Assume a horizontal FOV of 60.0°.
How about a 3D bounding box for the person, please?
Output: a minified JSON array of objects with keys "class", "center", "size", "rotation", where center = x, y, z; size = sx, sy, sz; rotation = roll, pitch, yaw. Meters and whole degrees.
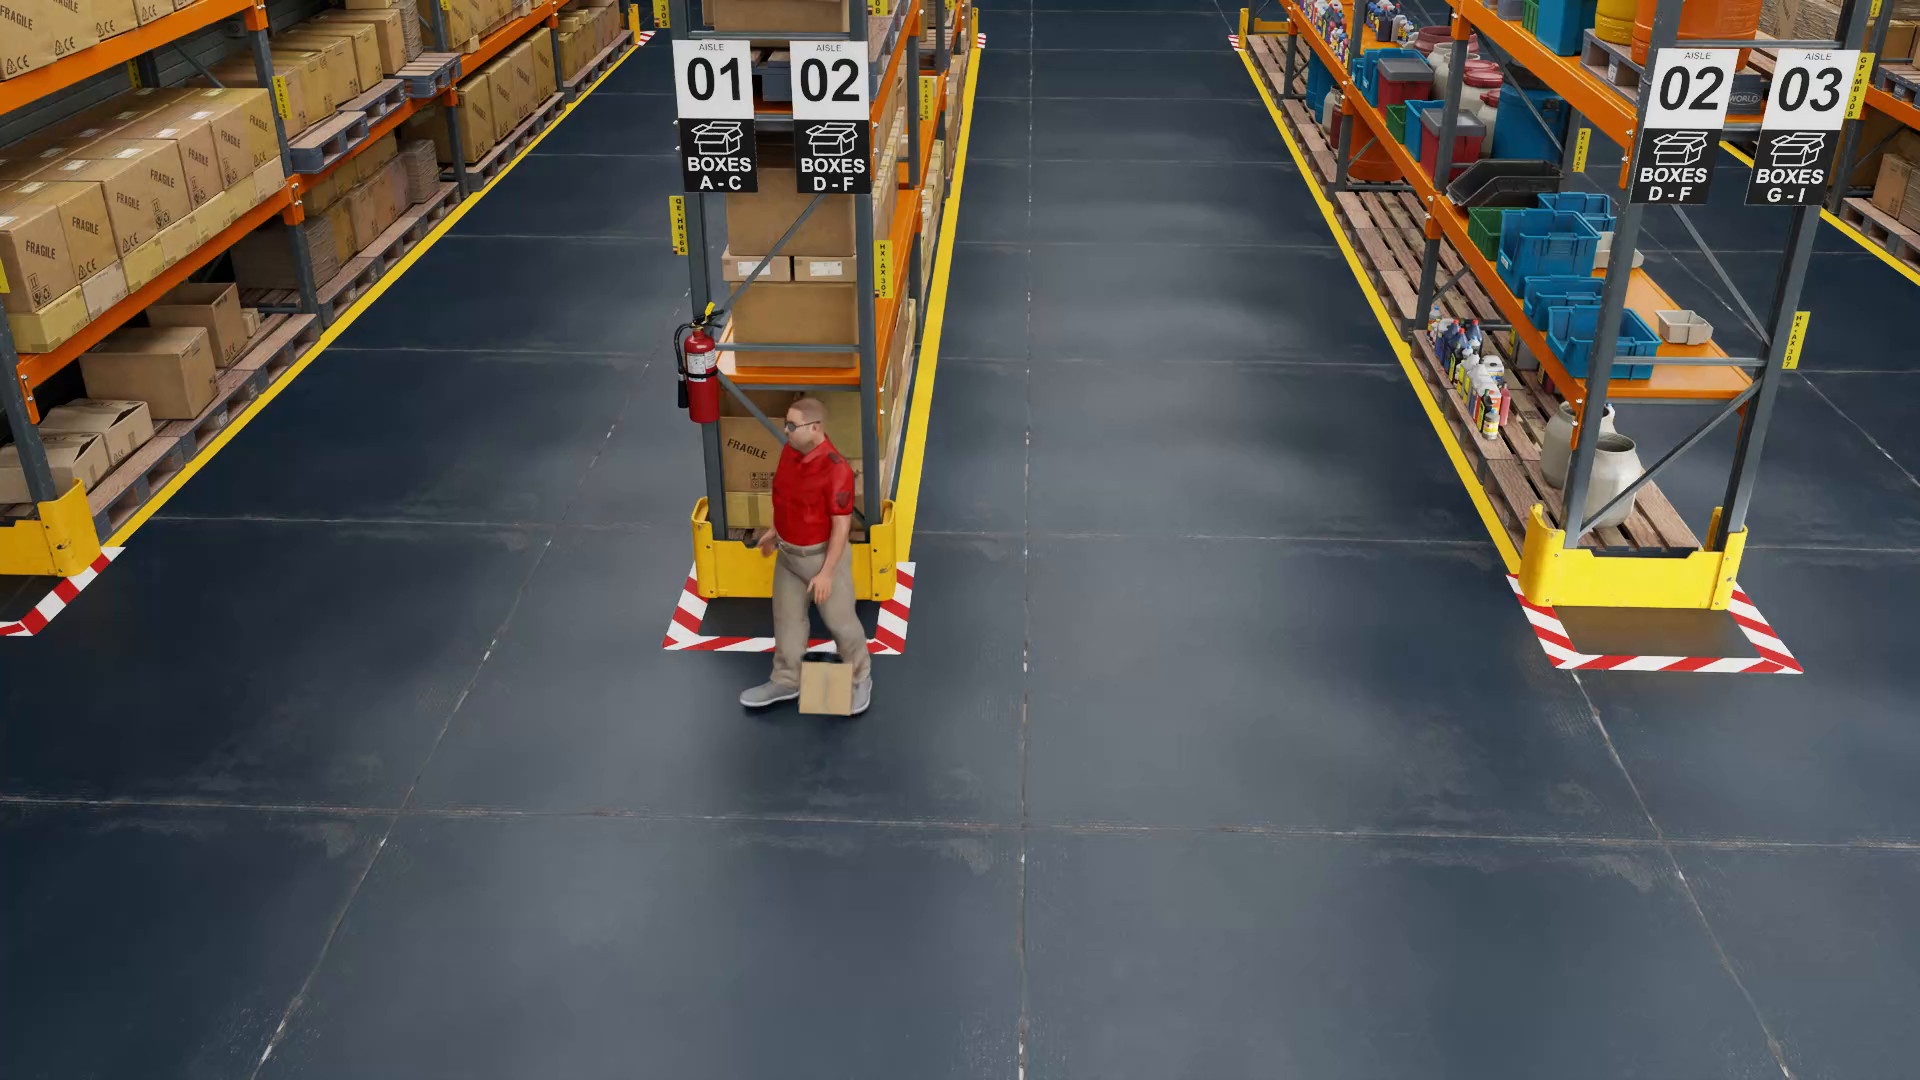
[{"class":"person","center":[-0.807,0.081,8.470],"size":[0.646,1.717,0.664],"rotation":[-22,35,-35]}]
